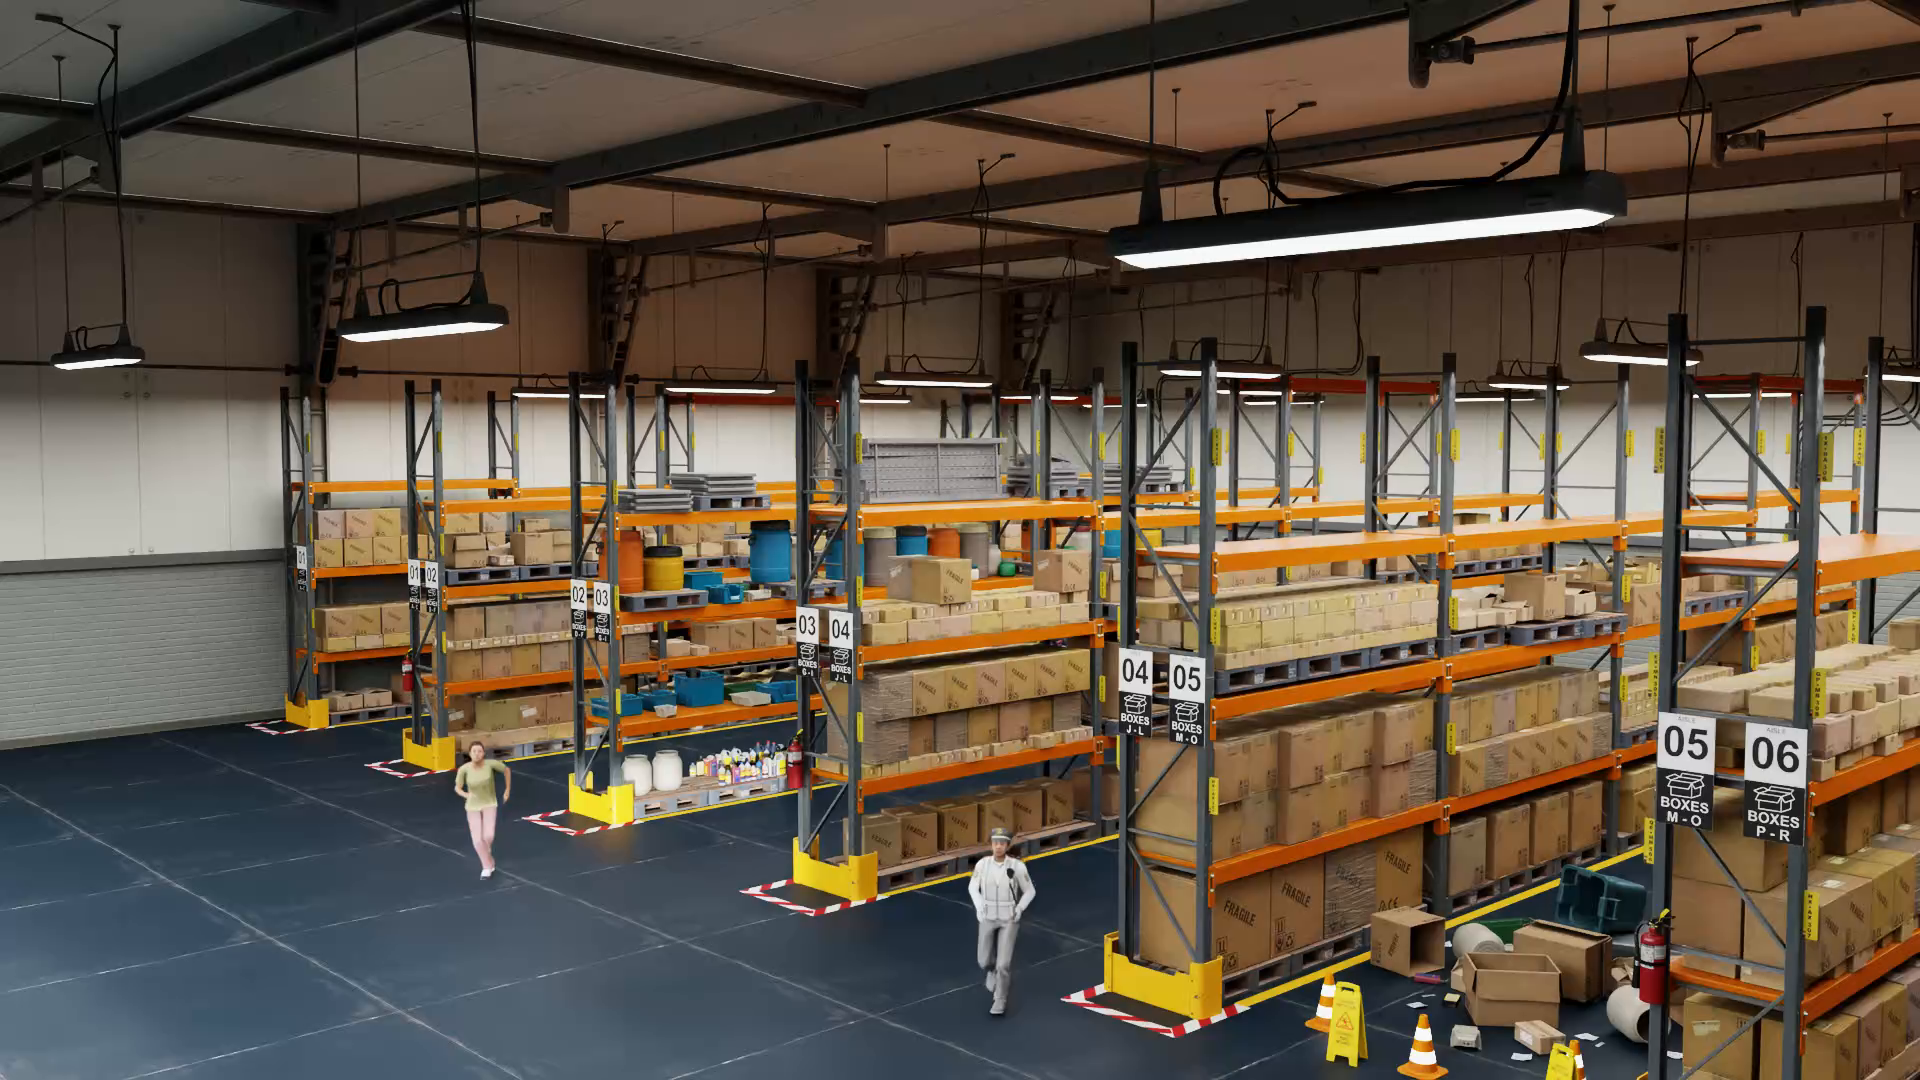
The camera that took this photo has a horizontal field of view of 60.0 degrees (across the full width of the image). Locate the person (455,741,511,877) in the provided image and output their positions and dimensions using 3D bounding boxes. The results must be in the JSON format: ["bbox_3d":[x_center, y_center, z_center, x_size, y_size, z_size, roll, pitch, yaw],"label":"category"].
[{"bbox_3d":[-5.530,3.136,19.274,0.620,1.598,0.602,-1,4,-14],"label":"person"}]

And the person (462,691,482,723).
[{"bbox_3d":[-8.273,2.547,28.090,0.546,1.648,0.670,3,4,36],"label":"person"}]

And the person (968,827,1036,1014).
[{"bbox_3d":[0.369,3.383,14.944,0.617,1.647,0.578,1,4,11],"label":"person"}]
